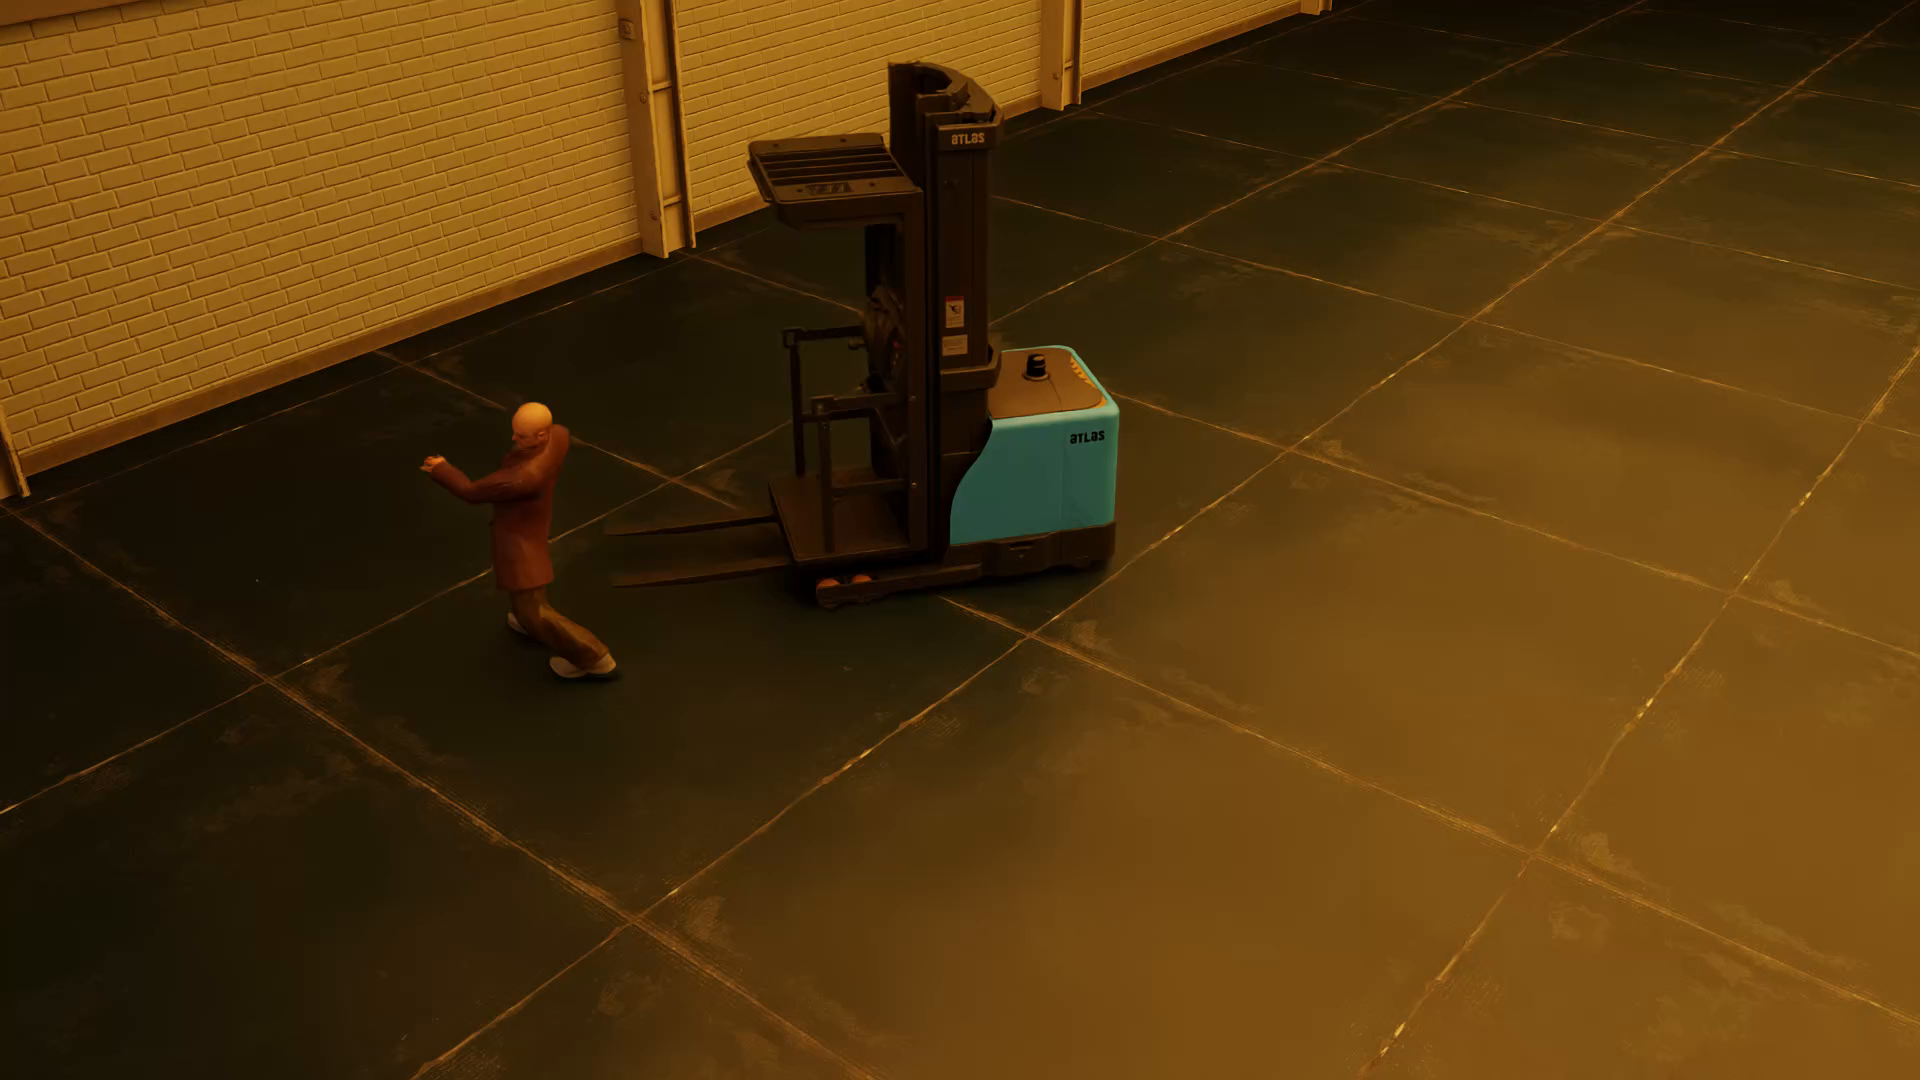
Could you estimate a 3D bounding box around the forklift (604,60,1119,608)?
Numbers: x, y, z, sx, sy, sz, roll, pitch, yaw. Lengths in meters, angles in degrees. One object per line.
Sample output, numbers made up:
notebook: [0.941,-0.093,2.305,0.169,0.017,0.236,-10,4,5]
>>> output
forklift: [-0.626,-1.160,9.580,3.031,2.935,1.130,-7,31,-13]

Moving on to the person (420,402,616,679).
person: [-2.392,-0.098,9.044,0.936,1.617,0.863,-3,30,-5]
